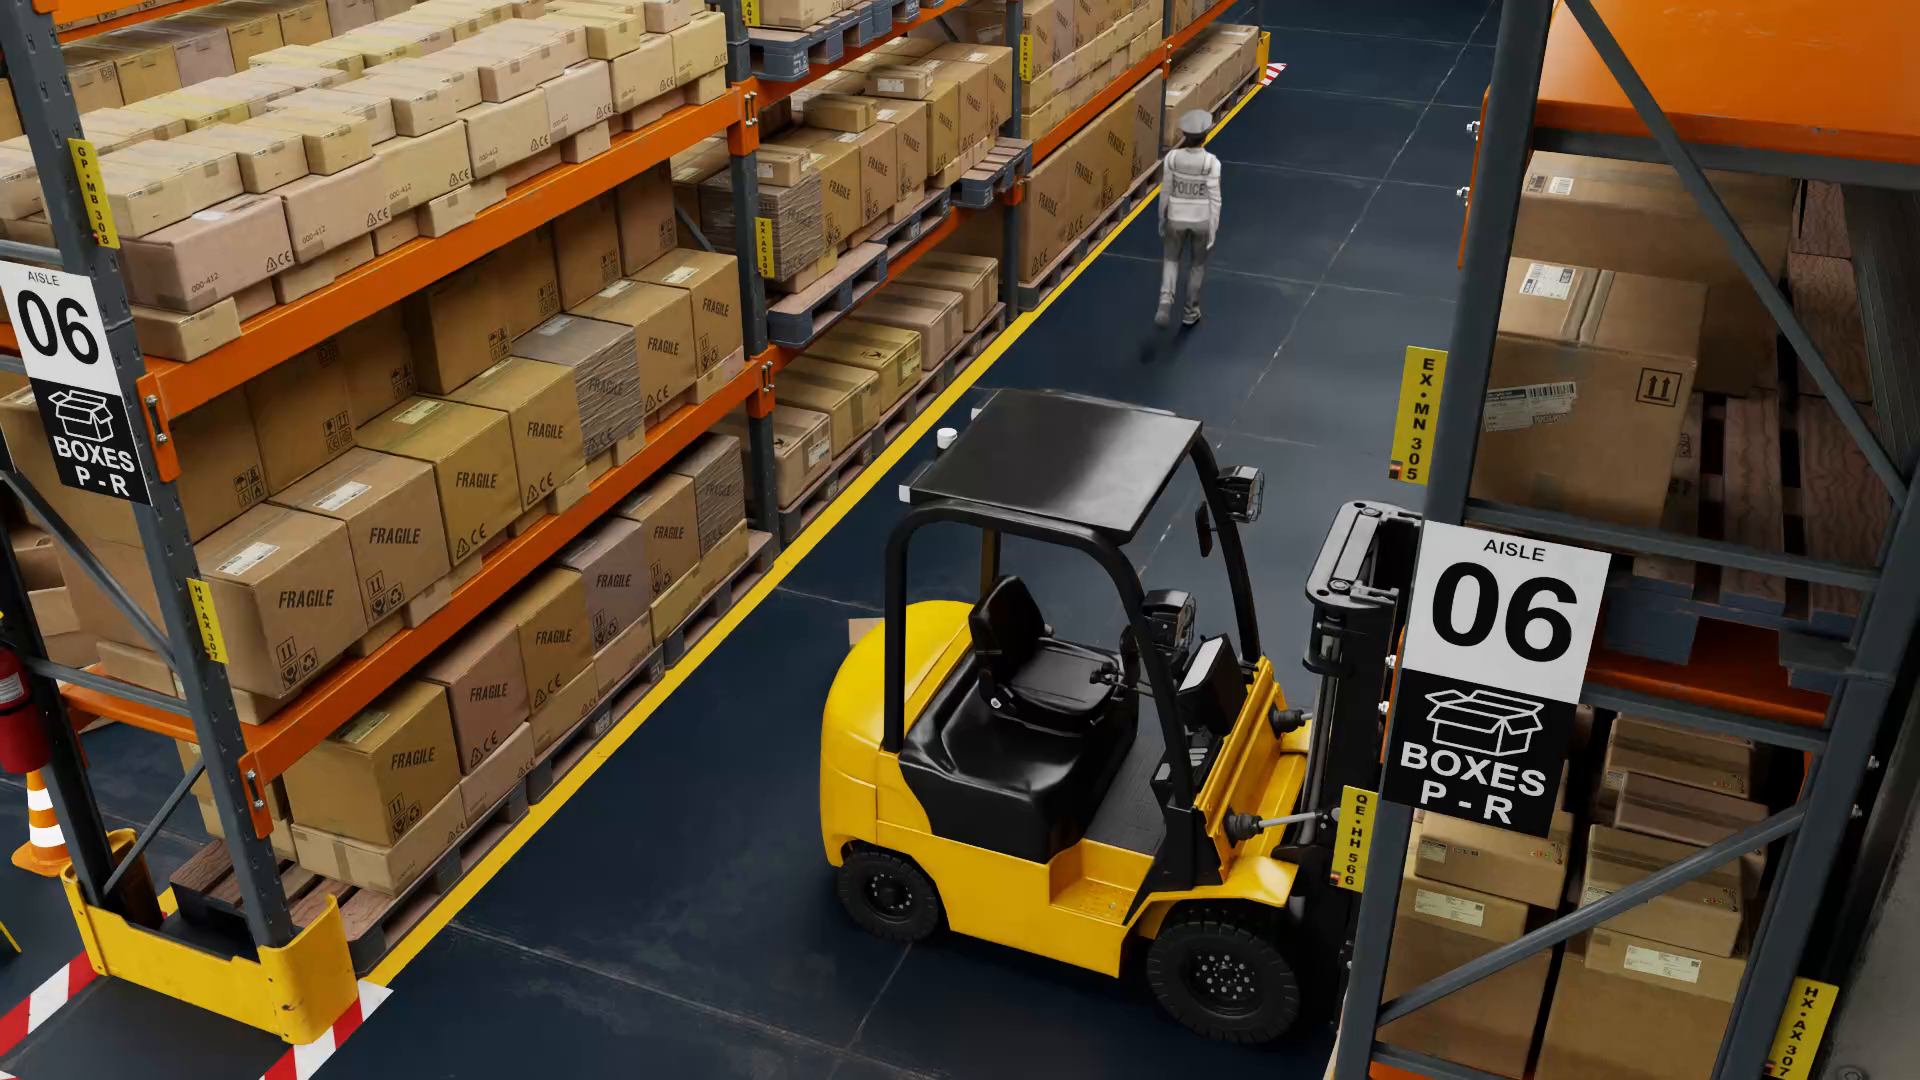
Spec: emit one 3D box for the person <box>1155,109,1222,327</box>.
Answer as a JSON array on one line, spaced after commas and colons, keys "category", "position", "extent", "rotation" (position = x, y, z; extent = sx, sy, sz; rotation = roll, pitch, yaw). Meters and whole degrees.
[{"category": "person", "position": [1.710, -2.381, 12.476], "extent": [0.486, 1.676, 0.636], "rotation": [8, 31, 14]}]
